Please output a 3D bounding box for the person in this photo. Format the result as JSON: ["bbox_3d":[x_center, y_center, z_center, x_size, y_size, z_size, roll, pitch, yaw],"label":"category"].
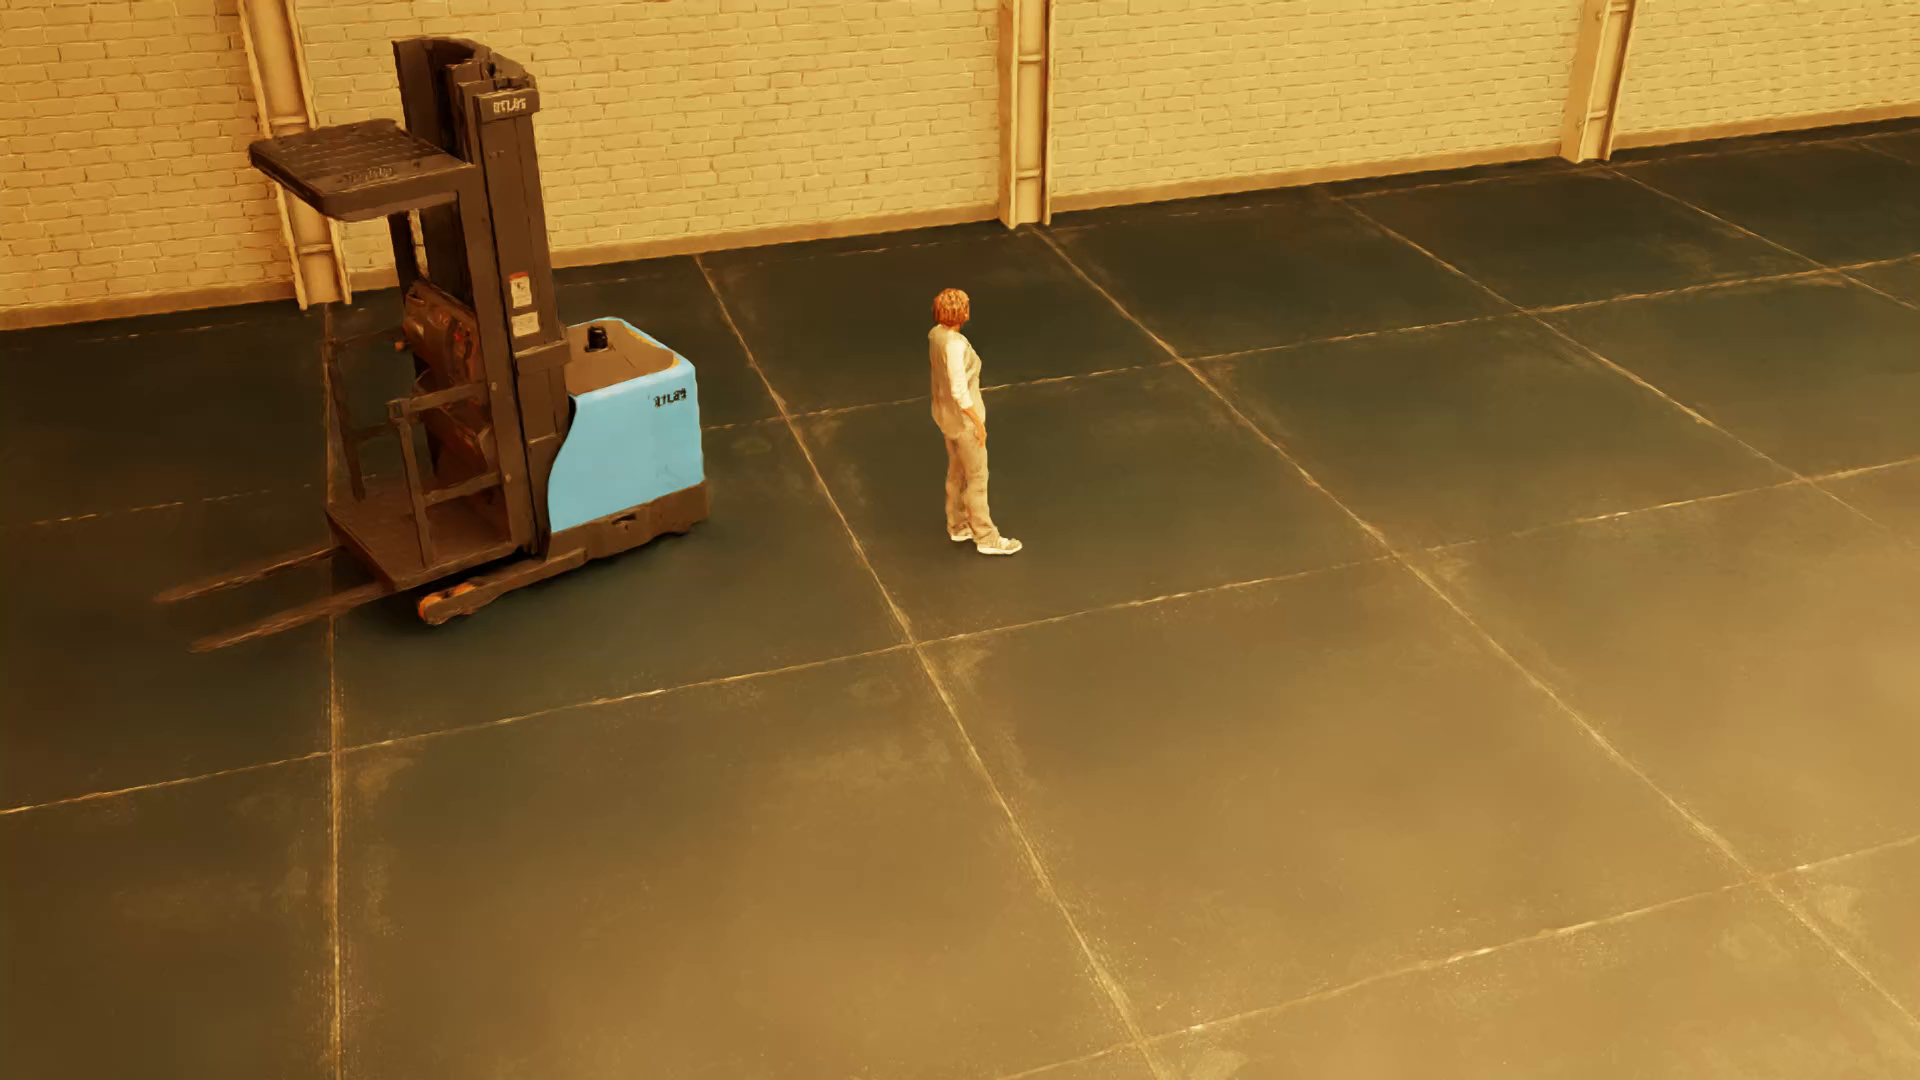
[{"bbox_3d":[0.075,-0.704,9.633,0.474,1.597,0.521,-10,31,-16],"label":"person"}]

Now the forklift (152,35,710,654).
[{"bbox_3d":[-2.996,-1.096,8.992,3.031,2.935,1.130,-22,36,-33],"label":"forklift"}]
